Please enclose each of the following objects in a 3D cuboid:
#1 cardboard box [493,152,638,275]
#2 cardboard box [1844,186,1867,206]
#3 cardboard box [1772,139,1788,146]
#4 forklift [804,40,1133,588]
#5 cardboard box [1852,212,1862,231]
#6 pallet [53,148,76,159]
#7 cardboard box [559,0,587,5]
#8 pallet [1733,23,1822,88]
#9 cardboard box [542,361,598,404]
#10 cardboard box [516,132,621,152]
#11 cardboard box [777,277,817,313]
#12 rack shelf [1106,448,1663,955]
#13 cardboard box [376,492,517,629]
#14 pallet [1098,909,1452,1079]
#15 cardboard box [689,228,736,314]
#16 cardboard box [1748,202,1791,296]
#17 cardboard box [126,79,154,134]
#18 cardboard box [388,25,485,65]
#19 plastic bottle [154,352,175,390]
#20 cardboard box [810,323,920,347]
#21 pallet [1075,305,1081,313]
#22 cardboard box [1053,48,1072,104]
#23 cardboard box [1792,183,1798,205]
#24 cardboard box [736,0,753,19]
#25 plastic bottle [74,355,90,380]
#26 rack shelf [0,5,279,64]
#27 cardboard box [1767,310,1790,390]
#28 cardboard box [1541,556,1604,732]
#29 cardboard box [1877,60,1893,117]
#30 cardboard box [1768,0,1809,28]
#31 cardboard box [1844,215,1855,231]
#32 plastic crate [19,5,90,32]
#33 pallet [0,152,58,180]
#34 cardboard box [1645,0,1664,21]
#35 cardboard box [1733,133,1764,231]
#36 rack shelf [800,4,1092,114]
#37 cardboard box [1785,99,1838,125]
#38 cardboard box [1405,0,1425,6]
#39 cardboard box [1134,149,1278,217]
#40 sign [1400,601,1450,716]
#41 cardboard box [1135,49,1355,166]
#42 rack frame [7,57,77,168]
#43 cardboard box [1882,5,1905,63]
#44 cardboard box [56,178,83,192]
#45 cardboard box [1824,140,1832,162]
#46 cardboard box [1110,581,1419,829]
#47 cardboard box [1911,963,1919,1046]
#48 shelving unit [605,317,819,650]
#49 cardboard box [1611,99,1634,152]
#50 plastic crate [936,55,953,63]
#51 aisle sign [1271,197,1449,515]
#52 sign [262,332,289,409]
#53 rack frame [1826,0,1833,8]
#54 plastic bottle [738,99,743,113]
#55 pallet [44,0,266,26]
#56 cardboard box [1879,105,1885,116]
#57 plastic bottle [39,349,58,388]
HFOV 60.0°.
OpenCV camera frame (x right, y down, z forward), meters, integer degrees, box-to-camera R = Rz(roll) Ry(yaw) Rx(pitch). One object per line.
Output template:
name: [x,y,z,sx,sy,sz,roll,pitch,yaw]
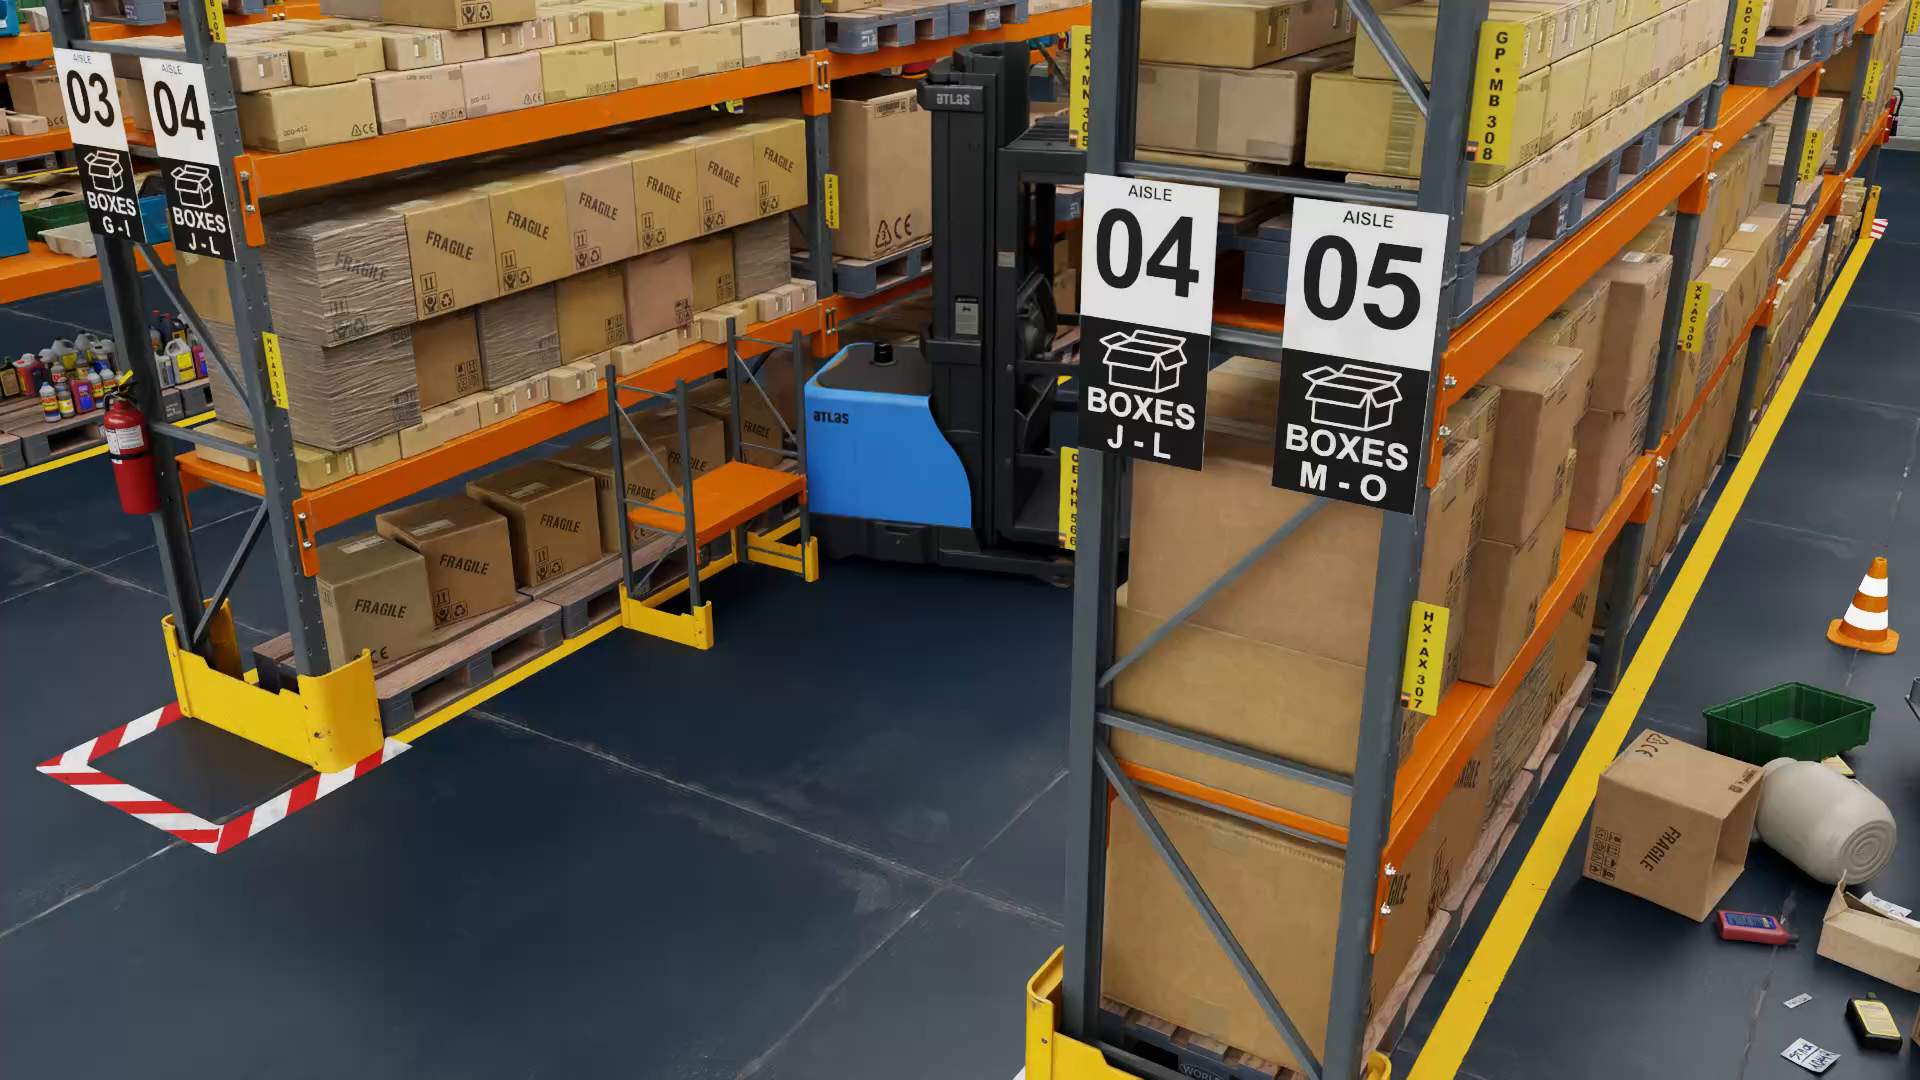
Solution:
cardboard box: [-2.049,-1.710,8.666,0.500,0.500,0.500,14,27,29]
cardboard box: [8.965,-3.500,16.870,0.380,0.149,0.250,13,27,28]
cardboard box: [5.840,-2.789,11.956,0.380,0.149,0.250,13,26,27]
forklift: [0.628,-1.282,9.522,3.031,2.935,1.130,6,24,13]
cardboard box: [9.089,-3.316,17.194,0.380,0.149,0.250,15,27,31]
pallet: [-11.286,-5.219,22.040,1.003,0.211,1.213,14,27,29]
cardboard box: [-2.236,-2.875,9.027,0.380,0.149,0.250,13,27,28]
pallet: [4.137,-2.744,9.275,1.003,0.211,1.213,15,28,31]
cardboard box: [-2.135,-0.851,8.757,0.380,0.149,0.250,14,27,29]
cardboard box: [-2.232,-1.989,9.310,0.500,0.500,0.500,14,27,29]
cardboard box: [-1.115,-1.535,10.336,0.380,0.149,0.250,14,27,29]
rack shelf: [1.854,0.294,6.700,1.077,0.370,4.000,14,27,29]
cardboard box: [-2.732,0.104,8.852,0.500,0.500,0.500,-20,31,-39]
pallet: [1.154,1.633,6.213,1.003,0.211,1.213,14,27,29]
cardboard box: [-1.835,-1.666,9.823,0.875,0.500,0.500,14,27,29]
cardboard box: [5.009,-1.898,10.734,0.500,0.500,0.500,14,27,29]
cardboard box: [-3.323,-1.958,7.410,0.500,0.250,0.500,15,27,30]
cardboard box: [-2.436,-2.306,7.712,0.380,0.149,0.250,14,27,29]
plastic bottle: [-5.915,-1.269,12.279,0.152,0.276,0.135,14,27,30]
cardboard box: [-0.642,-1.199,11.836,0.700,0.500,0.500,14,27,29]
pallet: [1.338,-2.105,14.847,1.003,0.211,1.213,14,27,29]
cardboard box: [1.258,-3.884,14.057,0.797,0.503,0.637,15,28,31]
cardboard box: [5.851,-2.520,12.083,0.380,0.149,0.250,15,28,31]
cardboard box: [-1.396,-3.034,9.393,0.380,0.149,0.250,14,27,30]
plastic bottle: [-6.534,-1.274,12.386,0.097,0.201,0.097,0,23,0]
rack shelf: [-6.514,-3.194,10.981,1.077,0.370,4.000,14,27,29]
cardboard box: [5.871,-1.462,12.469,0.500,0.500,0.500,14,27,30]
cardboard box: [2.518,0.269,7.998,0.875,0.875,0.875,14,27,30]
cardboard box: [8.685,-4.392,16.119,0.500,0.500,0.500,14,27,29]
cardboard box: [4.340,-3.076,9.025,0.500,0.500,0.500,14,27,29]
cardboard box: [8.668,-3.191,16.530,0.380,0.149,0.250,14,27,30]
plastic crate: [-5.963,-3.451,11.003,0.243,0.136,0.396,14,27,29]
pallet: [-12.180,-4.705,20.853,1.003,0.211,1.213,14,27,29]
cardboard box: [2.186,-1.874,5.685,0.380,0.149,0.250,14,27,30]
cardboard box: [4.508,-2.245,10.276,0.700,0.500,0.500,13,27,28]
rack shelf: [-0.197,-3.506,11.702,1.077,0.370,4.000,14,27,29]
cardboard box: [6.942,-3.494,13.584,0.380,0.149,0.250,13,27,27]
cardboard box: [1.359,-1.840,5.608,0.380,0.149,0.250,13,27,28]
cardboard box: [0.686,-1.044,4.771,0.380,0.149,0.250,14,27,29]
sign: [1.267,0.324,4.536,0.100,0.325,0.005,14,27,29]
cardboard box: [0.820,-1.267,4.786,0.500,0.250,0.500,14,27,30]
rack frame: [-11.766,-6.248,20.908,1.000,3.000,0.127,14,27,29]
cardboard box: [8.675,-4.847,15.912,0.500,0.500,0.500,15,28,32]
cardboard box: [-8.696,-3.480,16.739,0.500,0.311,0.500,13,27,27]
cardboard box: [6.951,-3.225,13.711,0.380,0.149,0.250,14,27,29]
cardboard box: [0.956,0.436,5.279,0.875,0.550,0.550,14,27,29]
cardboard box: [3.833,1.665,5.771,0.797,0.503,0.637,-3,24,-7]
shelving unit: [-1.343,-0.342,9.153,0.587,1.500,1.083,13,27,27]
cardboard box: [2.052,-1.421,5.643,0.380,0.149,0.250,14,27,29]
plastic crate: [-0.278,-5.972,20.344,0.437,0.282,0.530,14,27,29]
aisle sign: [1.016,-0.467,4.281,0.394,0.787,0.004,14,27,29]
sign: [-2.900,-0.718,7.043,0.100,0.325,0.005,14,27,29]
rack frame: [5.019,-4.814,10.043,1.000,3.000,0.127,14,27,29]
plastic bottle: [-2.275,-4.537,17.116,0.097,0.271,0.097,0,23,0]
pallet: [-5.757,-3.848,11.825,1.213,0.211,1.003,14,27,29]
cardboard box: [9.307,-4.476,17.131,0.380,0.149,0.250,14,27,29]
plastic bottle: [-6.744,-1.262,12.264,0.152,0.276,0.135,13,27,28]
